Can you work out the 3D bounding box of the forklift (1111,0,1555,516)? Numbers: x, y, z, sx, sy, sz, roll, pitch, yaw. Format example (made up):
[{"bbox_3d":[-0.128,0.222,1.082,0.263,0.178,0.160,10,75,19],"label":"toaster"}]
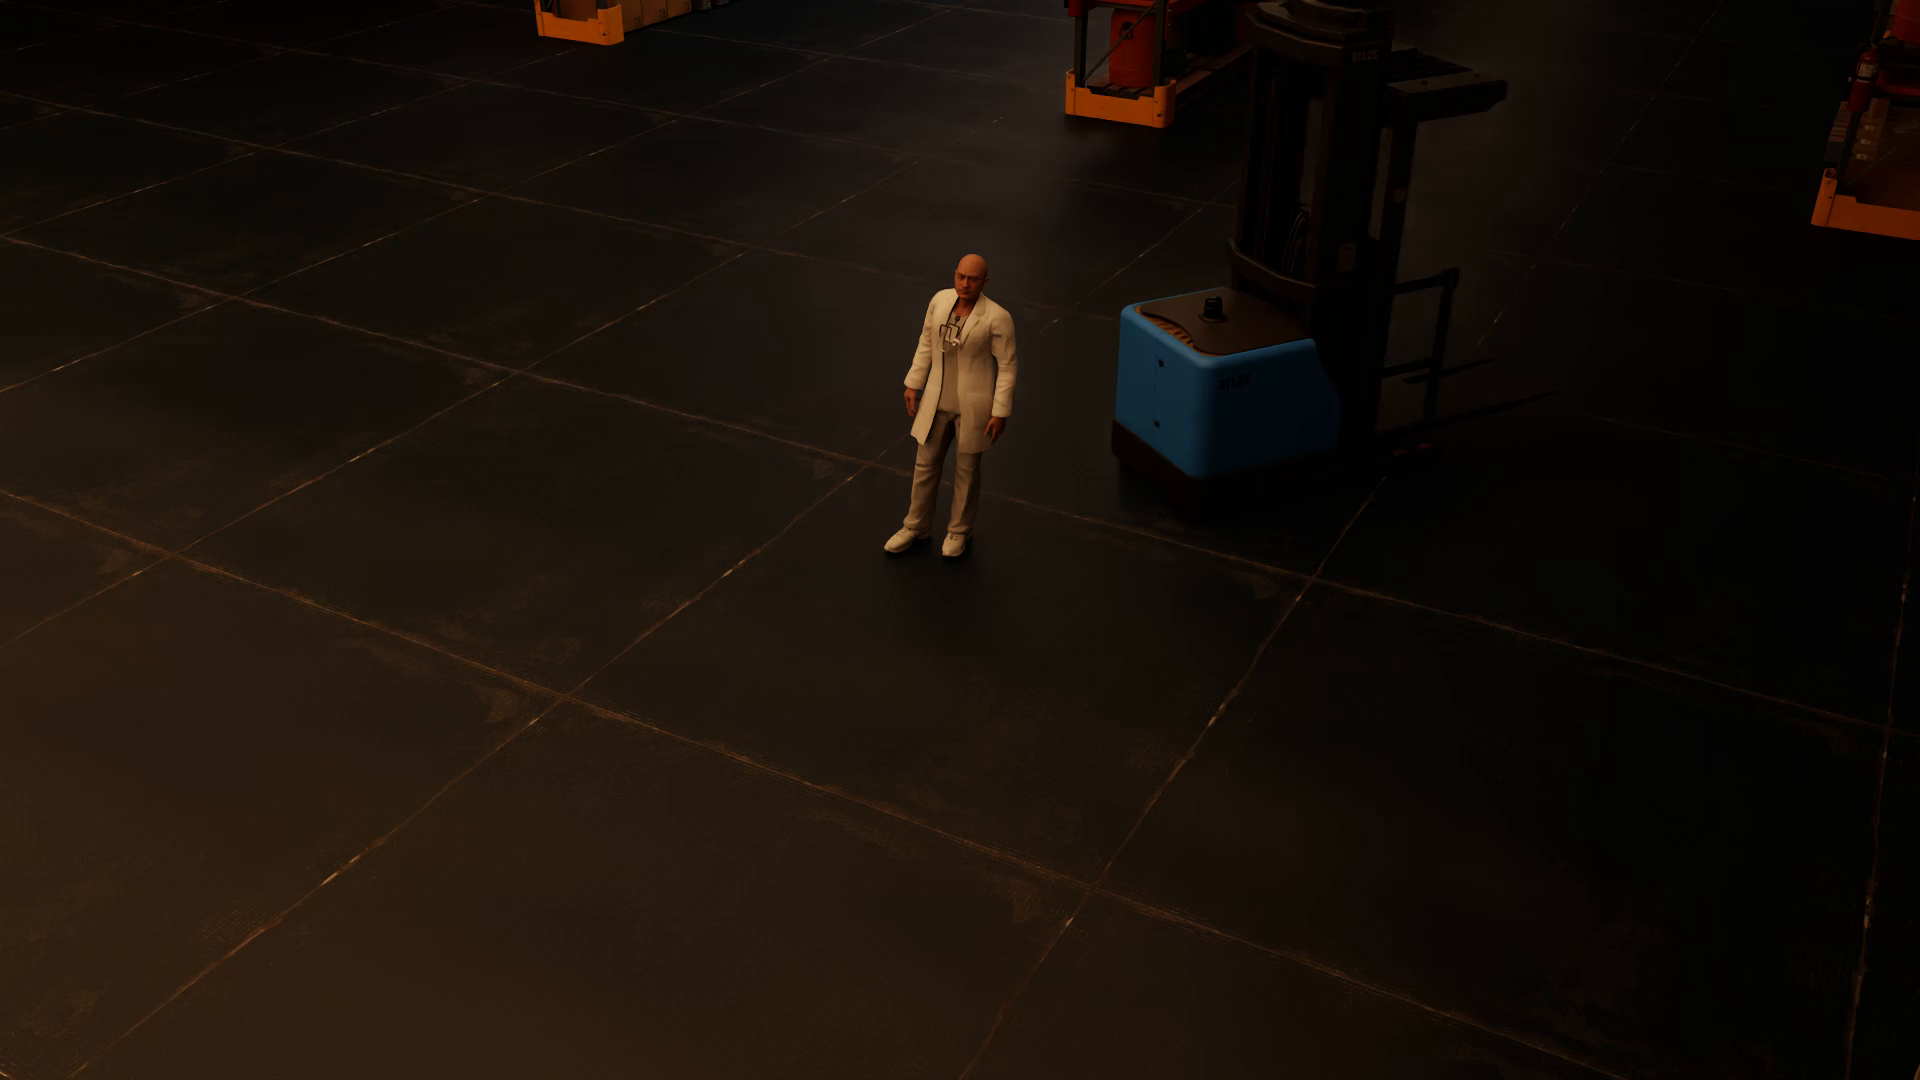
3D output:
[{"bbox_3d":[2.544,-1.913,10.385,3.031,2.935,1.130,-14,33,-22],"label":"forklift"}]

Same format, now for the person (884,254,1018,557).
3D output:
[{"bbox_3d":[-0.048,-0.738,9.488,0.694,1.776,0.581,15,33,25],"label":"person"}]
